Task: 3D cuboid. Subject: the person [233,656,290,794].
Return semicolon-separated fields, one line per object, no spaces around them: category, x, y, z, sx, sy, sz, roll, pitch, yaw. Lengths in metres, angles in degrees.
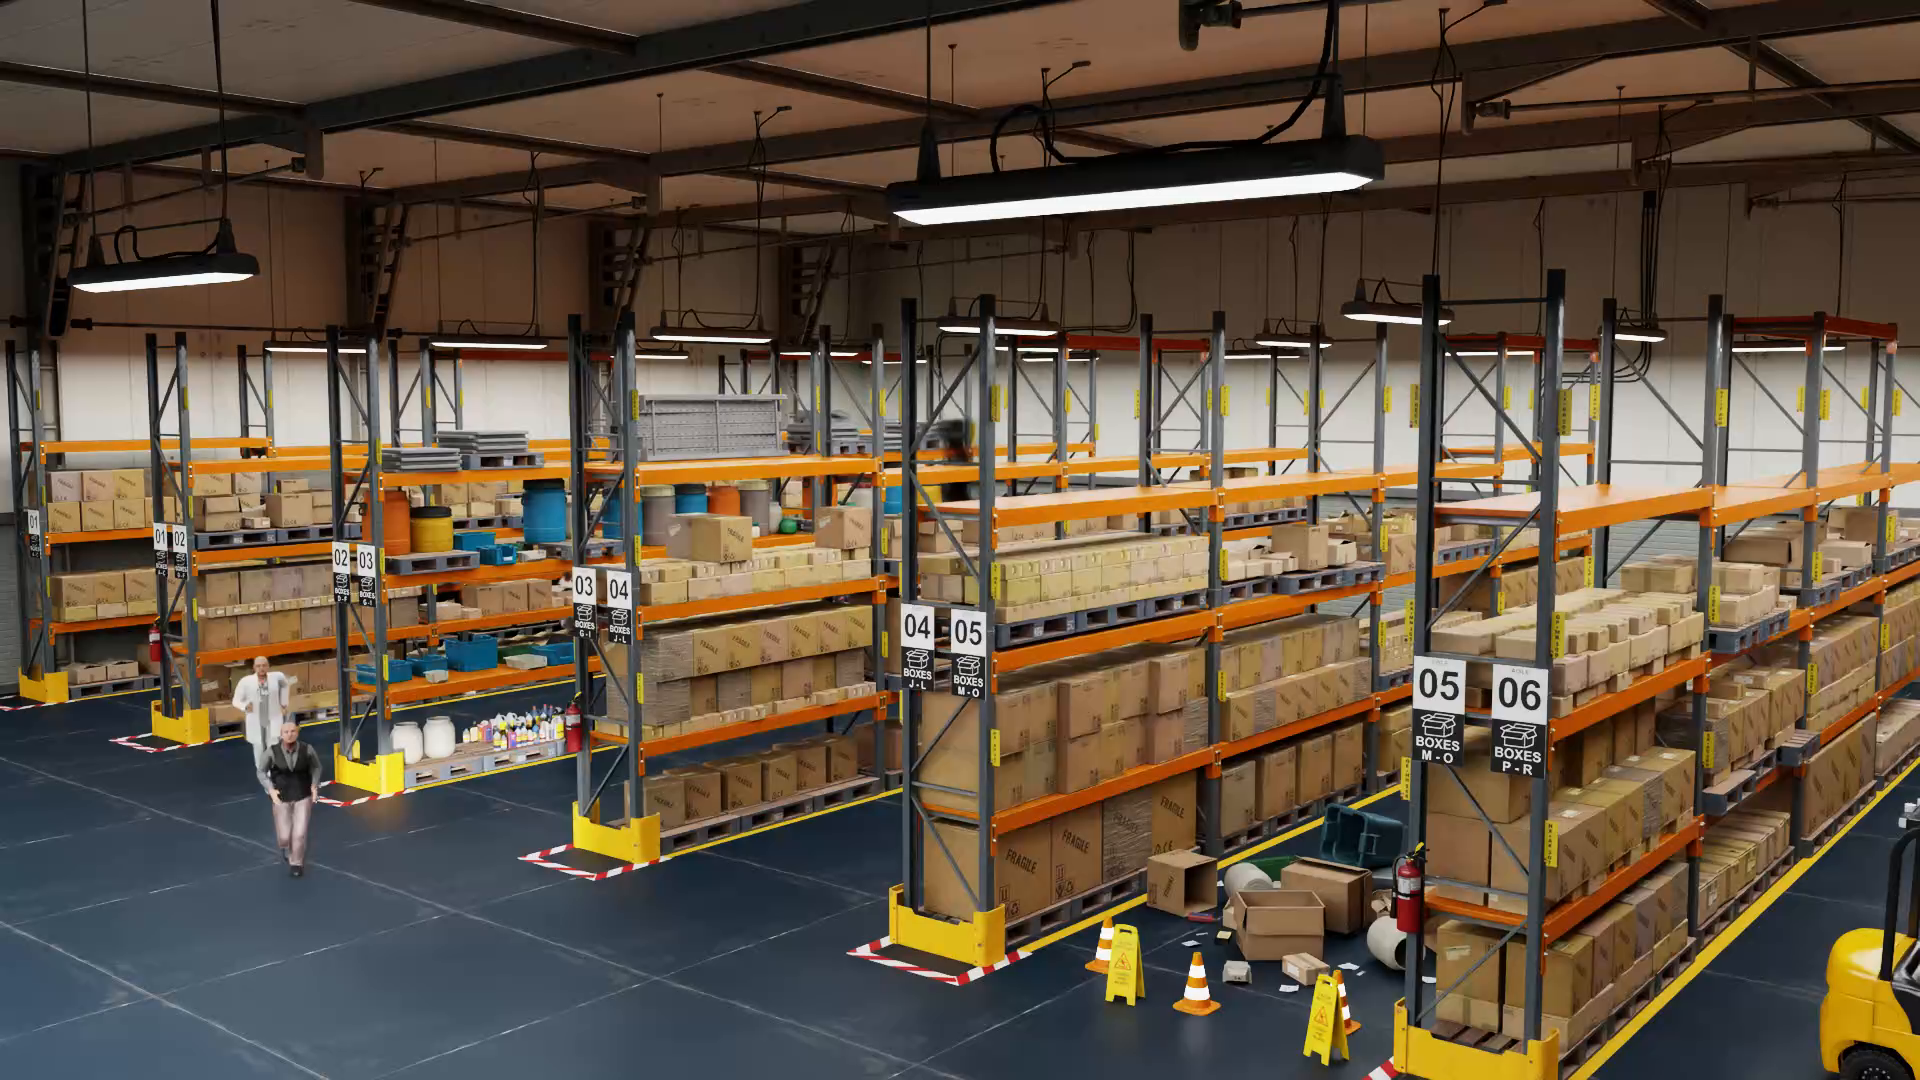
person;-8.958;2.332;21.358;0.672;1.738;1.147;-2;6;-21

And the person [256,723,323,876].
person;-7.166;2.747;17.806;0.659;1.658;0.630;-2;6;-24

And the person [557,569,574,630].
person;-7.707;1.337;32.838;0.655;1.786;0.811;5;7;41
